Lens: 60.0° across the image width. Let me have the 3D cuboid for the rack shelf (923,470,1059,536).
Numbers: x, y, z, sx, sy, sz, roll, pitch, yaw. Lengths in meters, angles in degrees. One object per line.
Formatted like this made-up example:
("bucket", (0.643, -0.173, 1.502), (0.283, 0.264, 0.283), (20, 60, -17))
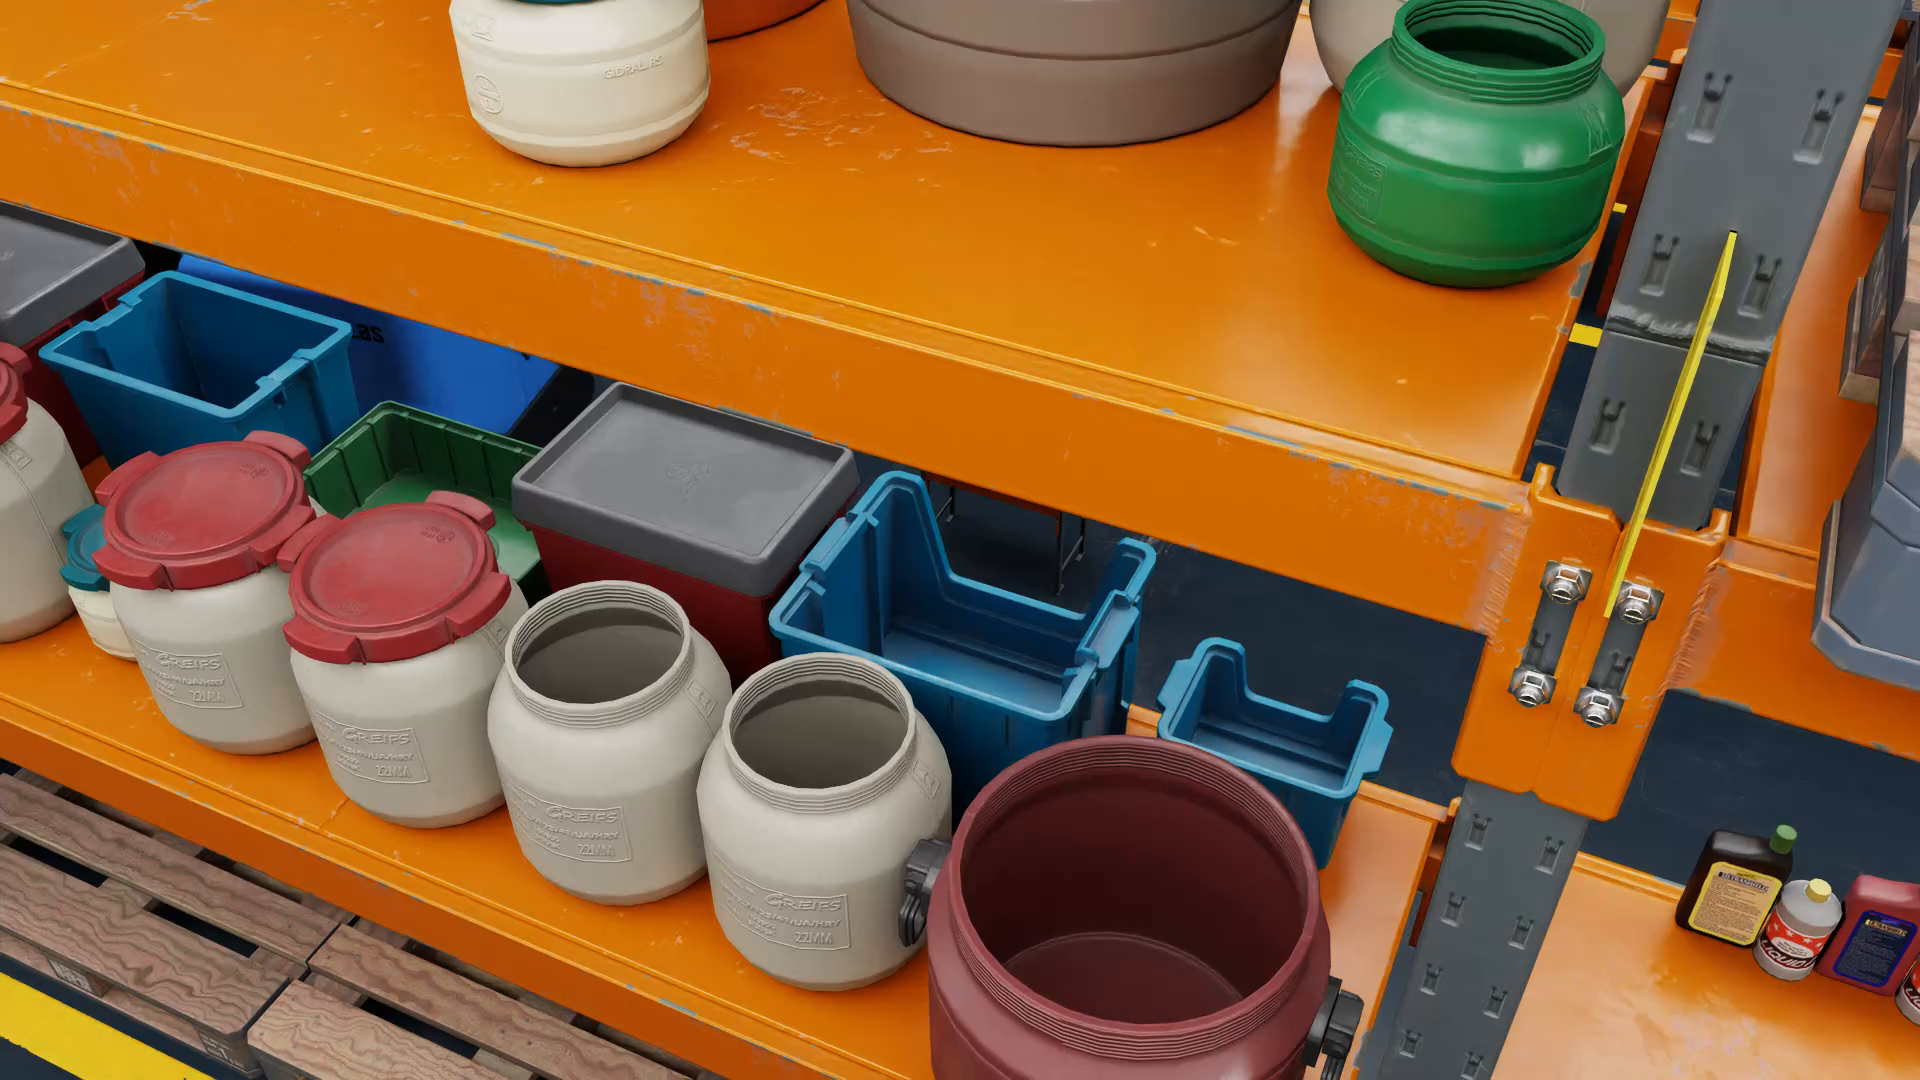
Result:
("rack shelf", (0.150, -0.207, 5.478), (0.480, 0.148, 0.258), (17, 44, 19))

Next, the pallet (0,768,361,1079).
("pallet", (-2.098, 0.821, 4.641), (1.213, 0.211, 1.003), (17, 44, 19))

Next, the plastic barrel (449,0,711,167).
("plastic barrel", (-0.453, -0.614, 1.983), (0.301, 0.262, 0.301), (0, 41, 0))

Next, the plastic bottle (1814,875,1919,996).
("plastic bottle", (1.554, 0.648, 2.802), (0.133, 0.283, 0.061), (17, 44, 19))

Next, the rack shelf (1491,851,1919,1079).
("rack shelf", (2.611, 1.507, 2.271), (4.000, 0.370, 1.077), (17, 44, 19))

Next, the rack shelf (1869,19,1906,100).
("rack shelf", (4.709, -1.432, 5.662), (4.000, 0.370, 1.077), (17, 44, 19))

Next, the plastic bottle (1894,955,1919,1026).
("plastic bottle", (1.651, 0.722, 2.779), (0.097, 0.201, 0.097), (0, 41, 0))

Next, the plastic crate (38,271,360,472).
("plastic crate", (-1.695, -0.300, 3.818), (0.575, 0.384, 0.392), (17, 44, 19))

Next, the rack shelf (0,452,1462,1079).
("rack shelf", (-1.014, 0.399, 3.549), (4.000, 0.370, 1.077), (17, 44, 19))

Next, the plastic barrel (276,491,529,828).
("plastic barrel", (-0.995, 0.240, 3.079), (0.433, 0.535, 0.433), (0, 41, 0))

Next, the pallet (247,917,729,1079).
("pallet", (-0.989, 1.158, 4.252), (1.213, 0.211, 1.003), (17, 44, 19))

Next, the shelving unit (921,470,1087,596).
("shelving unit", (0.150, -0.408, 5.304), (0.503, 1.200, 0.258), (17, 44, 19))

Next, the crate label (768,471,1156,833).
("crate label", (0.012, 0.232, 3.165), (0.616, 0.435, 0.502), (17, 44, 19))

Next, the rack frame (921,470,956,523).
("rack frame", (-0.071, -0.475, 5.382), (0.015, 1.200, 0.240), (17, 44, 19))

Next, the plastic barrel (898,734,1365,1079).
("plastic barrel", (0.250, 0.681, 2.570), (0.708, 0.536, 0.600), (17, 44, 19))

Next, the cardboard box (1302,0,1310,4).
("cardboard box", (1.605, -2.192, 7.339), (0.500, 0.311, 0.500), (16, 43, 17))

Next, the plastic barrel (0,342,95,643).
("plastic barrel", (-2.052, -0.083, 3.452), (0.433, 0.535, 0.433), (0, 41, 0))

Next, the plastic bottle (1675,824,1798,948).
("plastic bottle", (1.345, 0.584, 2.875), (0.133, 0.283, 0.061), (17, 44, 19))

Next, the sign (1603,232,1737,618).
("sign", (0.572, -0.084, 1.347), (0.005, 0.325, 0.100), (17, 44, 19))

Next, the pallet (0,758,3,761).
("pallet", (-3.418, 0.416, 5.109), (1.213, 0.211, 1.003), (17, 44, 19))

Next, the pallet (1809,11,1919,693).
("pallet", (1.450, -0.111, 1.442), (1.213, 0.211, 1.003), (17, 44, 19))

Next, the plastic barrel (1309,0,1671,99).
("plastic barrel", (0.646, -0.763, 1.964), (0.421, 0.512, 0.421), (0, 41, 0))

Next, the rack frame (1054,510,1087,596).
("rack frame", (0.371, -0.340, 5.226), (0.015, 1.200, 0.240), (17, 44, 19))

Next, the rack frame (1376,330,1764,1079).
("rack frame", (0.798, 0.681, 2.674), (0.127, 3.000, 1.000), (17, 44, 19))

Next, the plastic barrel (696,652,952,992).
("plastic barrel", (-0.224, 0.481, 2.820), (0.421, 0.512, 0.421), (0, 41, 0))

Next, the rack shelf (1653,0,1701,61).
("rack shelf", (1.084, -2.540, 6.940), (4.000, 0.370, 1.077), (17, 44, 19))

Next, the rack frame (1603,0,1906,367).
("rack frame", (0.798, -1.586, 0.709), (0.127, 3.000, 1.000), (17, 44, 19))

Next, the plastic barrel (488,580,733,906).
("plastic barrel", (-0.606, 0.364, 2.954), (0.421, 0.512, 0.421), (0, 41, 0))

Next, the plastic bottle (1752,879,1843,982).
("plastic bottle", (1.442, 0.658, 2.853), (0.097, 0.201, 0.097), (0, 41, 0))

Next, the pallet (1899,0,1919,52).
("pallet", (3.540, -2.039, 5.959), (1.003, 0.211, 1.213), (17, 44, 19))

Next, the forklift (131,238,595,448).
("forklift", (-2.957, -1.602, 5.361), (3.031, 2.935, 1.130), (10, 42, 12))

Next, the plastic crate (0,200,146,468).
("plastic crate", (-2.258, -0.498, 3.986), (0.583, 0.464, 0.402), (17, 44, 19))

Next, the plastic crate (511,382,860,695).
("plastic crate", (-0.537, 0.028, 3.379), (0.583, 0.464, 0.402), (17, 44, 19))

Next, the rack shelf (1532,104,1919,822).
("rack shelf", (2.611, 0.373, 1.288), (4.000, 0.370, 1.077), (17, 44, 19))

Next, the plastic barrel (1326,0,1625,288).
("plastic barrel", (0.553, -0.432, 1.786), (0.294, 0.245, 0.294), (0, 41, 0))

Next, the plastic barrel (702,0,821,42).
("plastic barrel", (-0.447, -1.152, 2.171), (0.708, 0.830, 0.600), (17, 44, 19))

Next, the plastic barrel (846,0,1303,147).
("plastic barrel", (0.146, -0.998, 1.938), (0.600, 0.901, 0.600), (0, 41, 0))

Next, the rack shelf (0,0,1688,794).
("rack shelf", (-1.014, -0.734, 2.566), (4.000, 0.370, 1.077), (17, 44, 19))

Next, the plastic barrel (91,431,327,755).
("plastic barrel", (-1.387, 0.120, 3.217), (0.433, 0.535, 0.433), (0, 41, 0))

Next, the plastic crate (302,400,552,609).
("plastic crate", (-1.129, -0.032, 3.658), (0.662, 0.188, 0.450), (17, 44, 19))

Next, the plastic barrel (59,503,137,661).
("plastic barrel", (-1.692, 0.083, 3.469), (0.301, 0.262, 0.301), (0, 41, 0))

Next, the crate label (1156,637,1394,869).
("crate label", (0.575, 0.405, 3.120), (0.416, 0.233, 0.303), (17, 44, 19))
